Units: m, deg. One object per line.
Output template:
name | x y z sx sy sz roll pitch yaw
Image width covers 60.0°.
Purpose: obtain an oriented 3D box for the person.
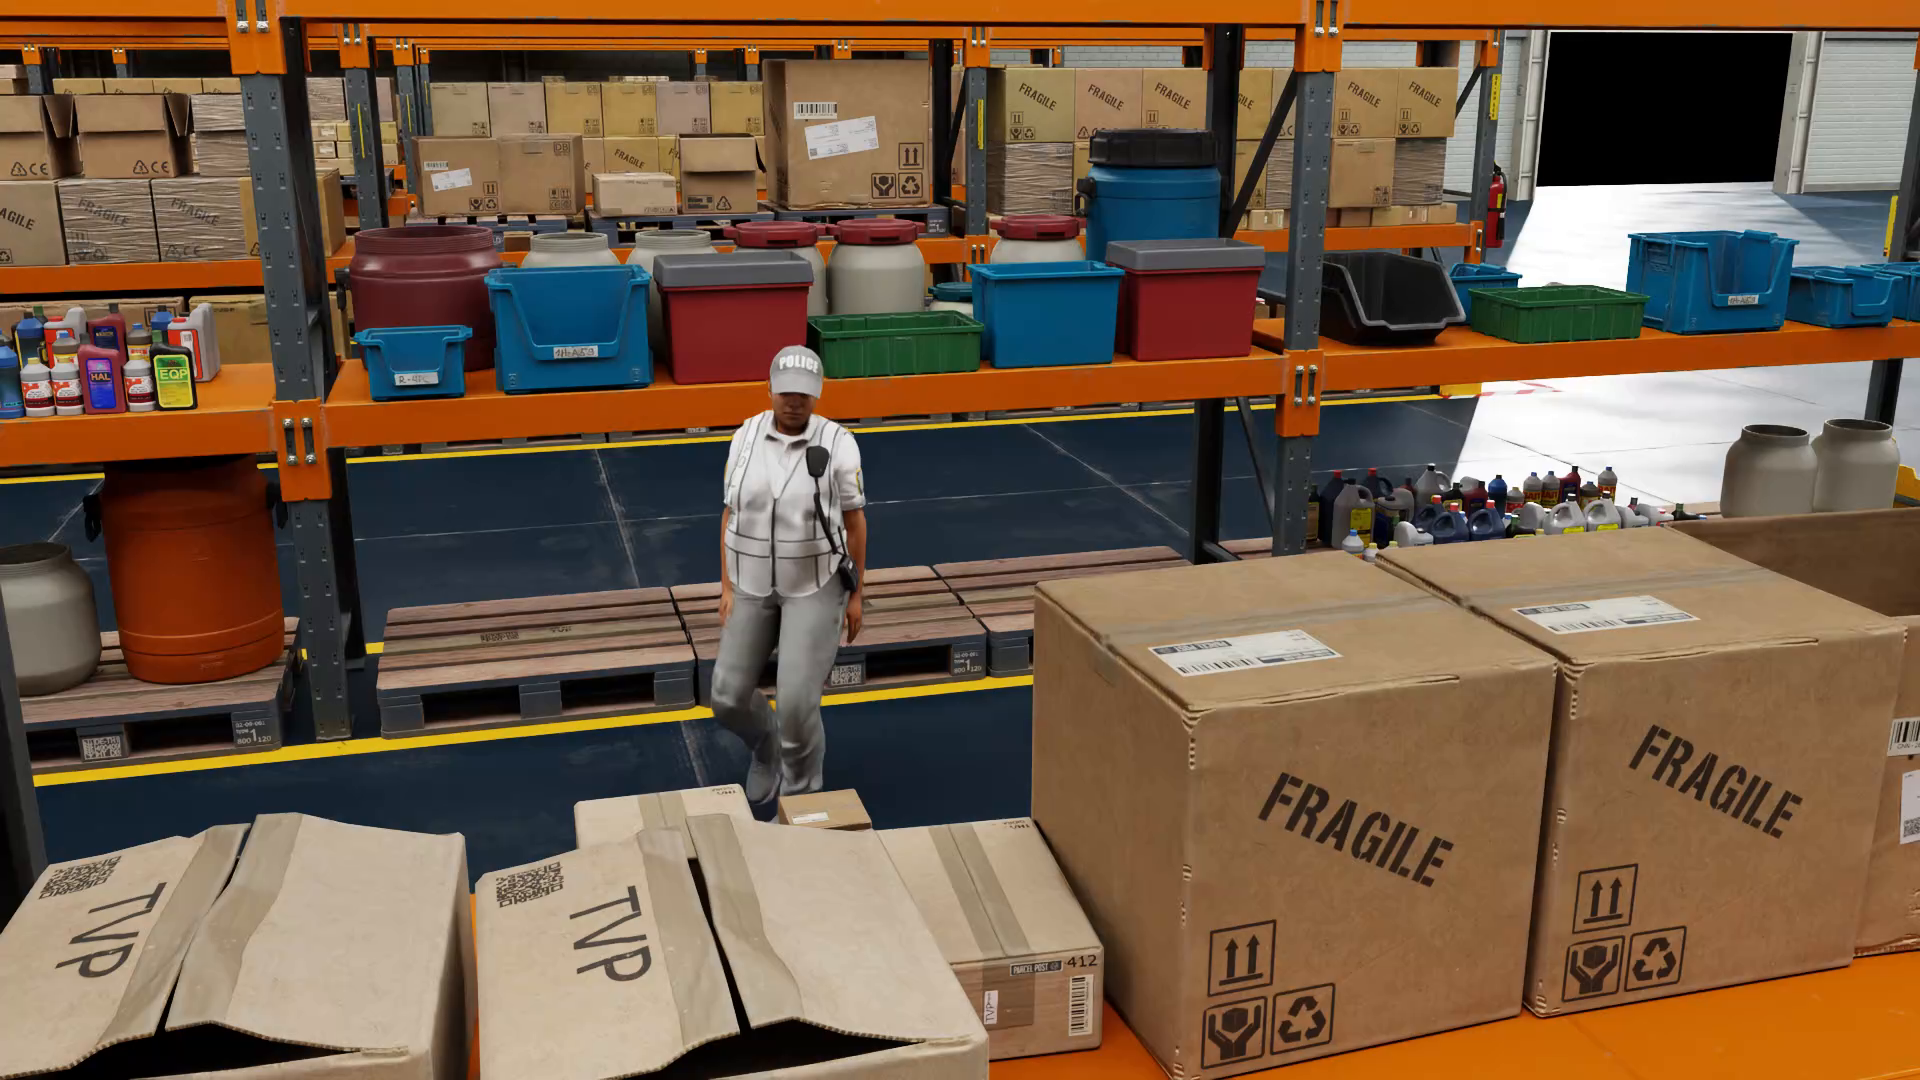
person | -0.567 0.177 5.502 0.486 1.641 0.540 3 16 10
